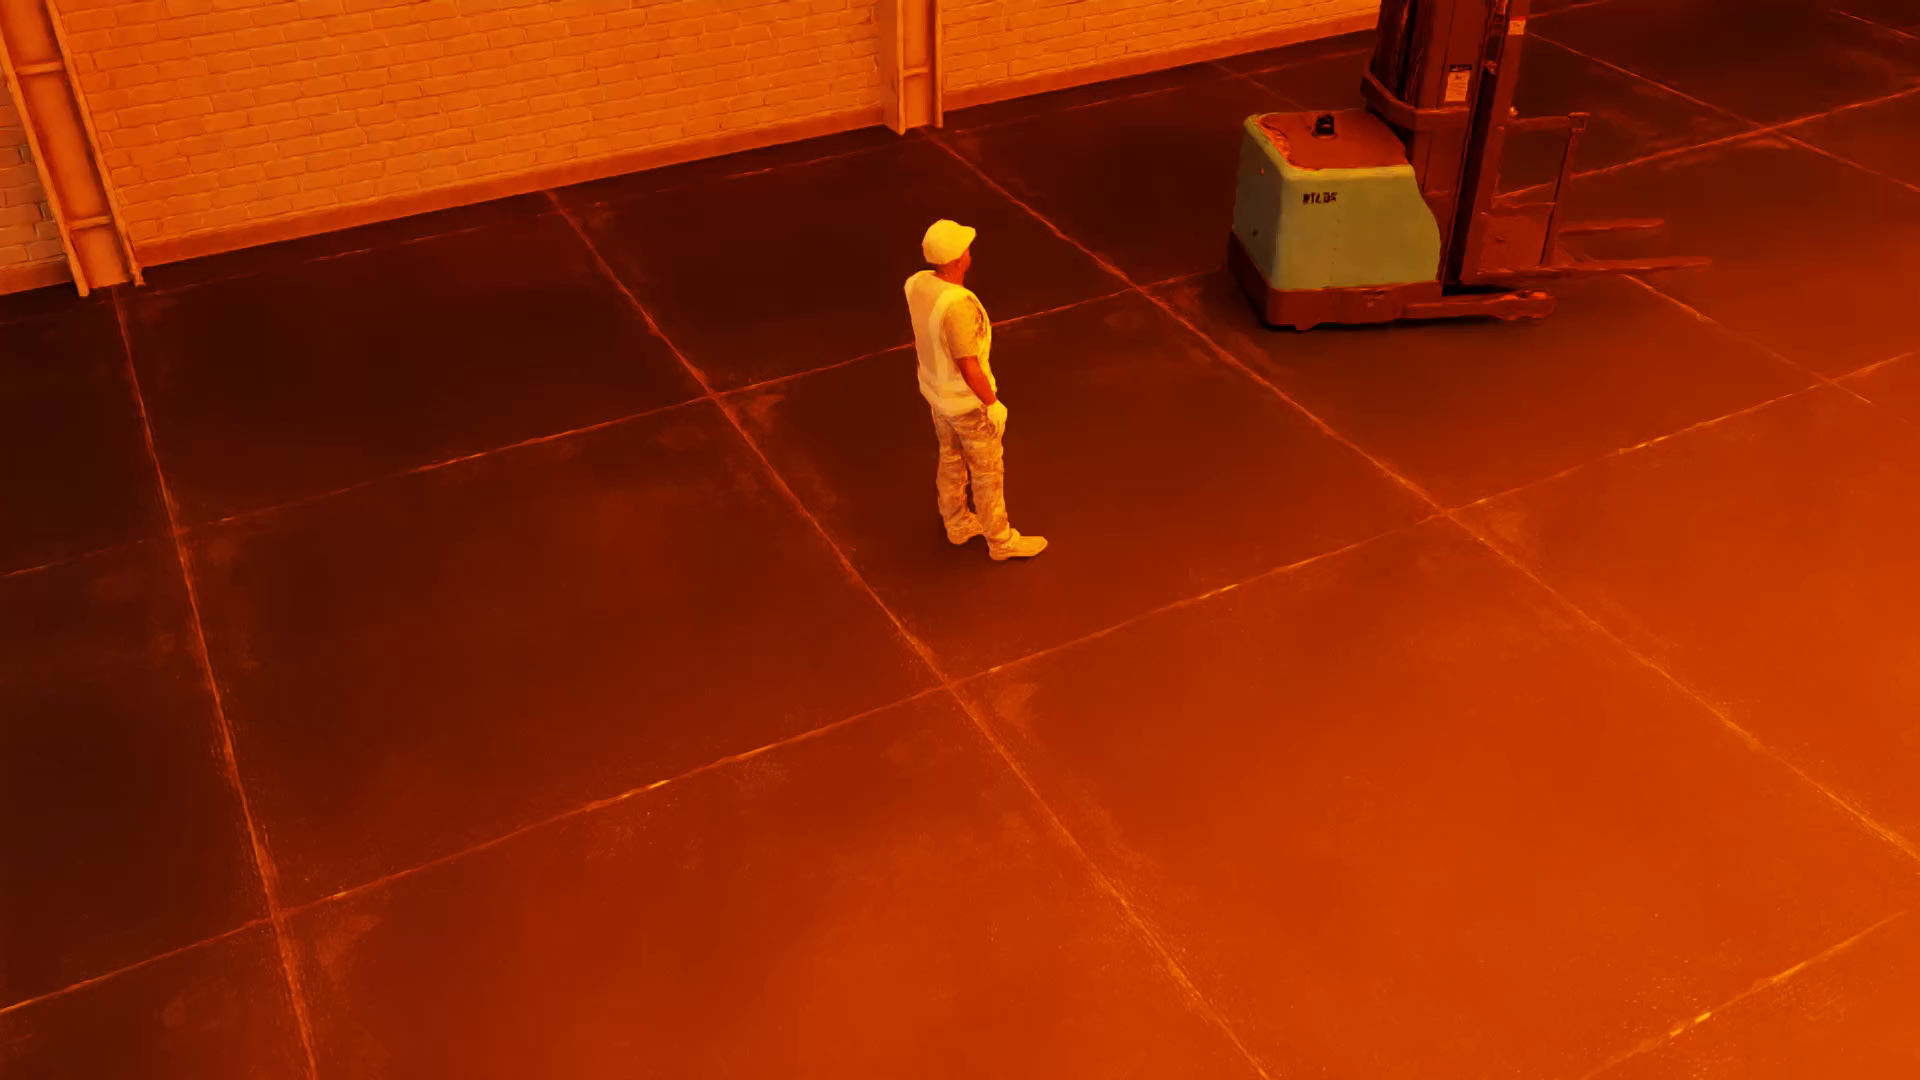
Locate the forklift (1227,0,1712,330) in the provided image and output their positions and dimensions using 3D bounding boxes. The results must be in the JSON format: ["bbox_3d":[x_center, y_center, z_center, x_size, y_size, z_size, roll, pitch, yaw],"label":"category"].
[{"bbox_3d":[3.359,-2.899,10.224,3.031,2.935,1.130,-5,36,-7],"label":"forklift"}]

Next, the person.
[{"bbox_3d":[0.067,-0.749,8.166,0.576,1.782,0.655,-17,39,-23],"label":"person"}]
